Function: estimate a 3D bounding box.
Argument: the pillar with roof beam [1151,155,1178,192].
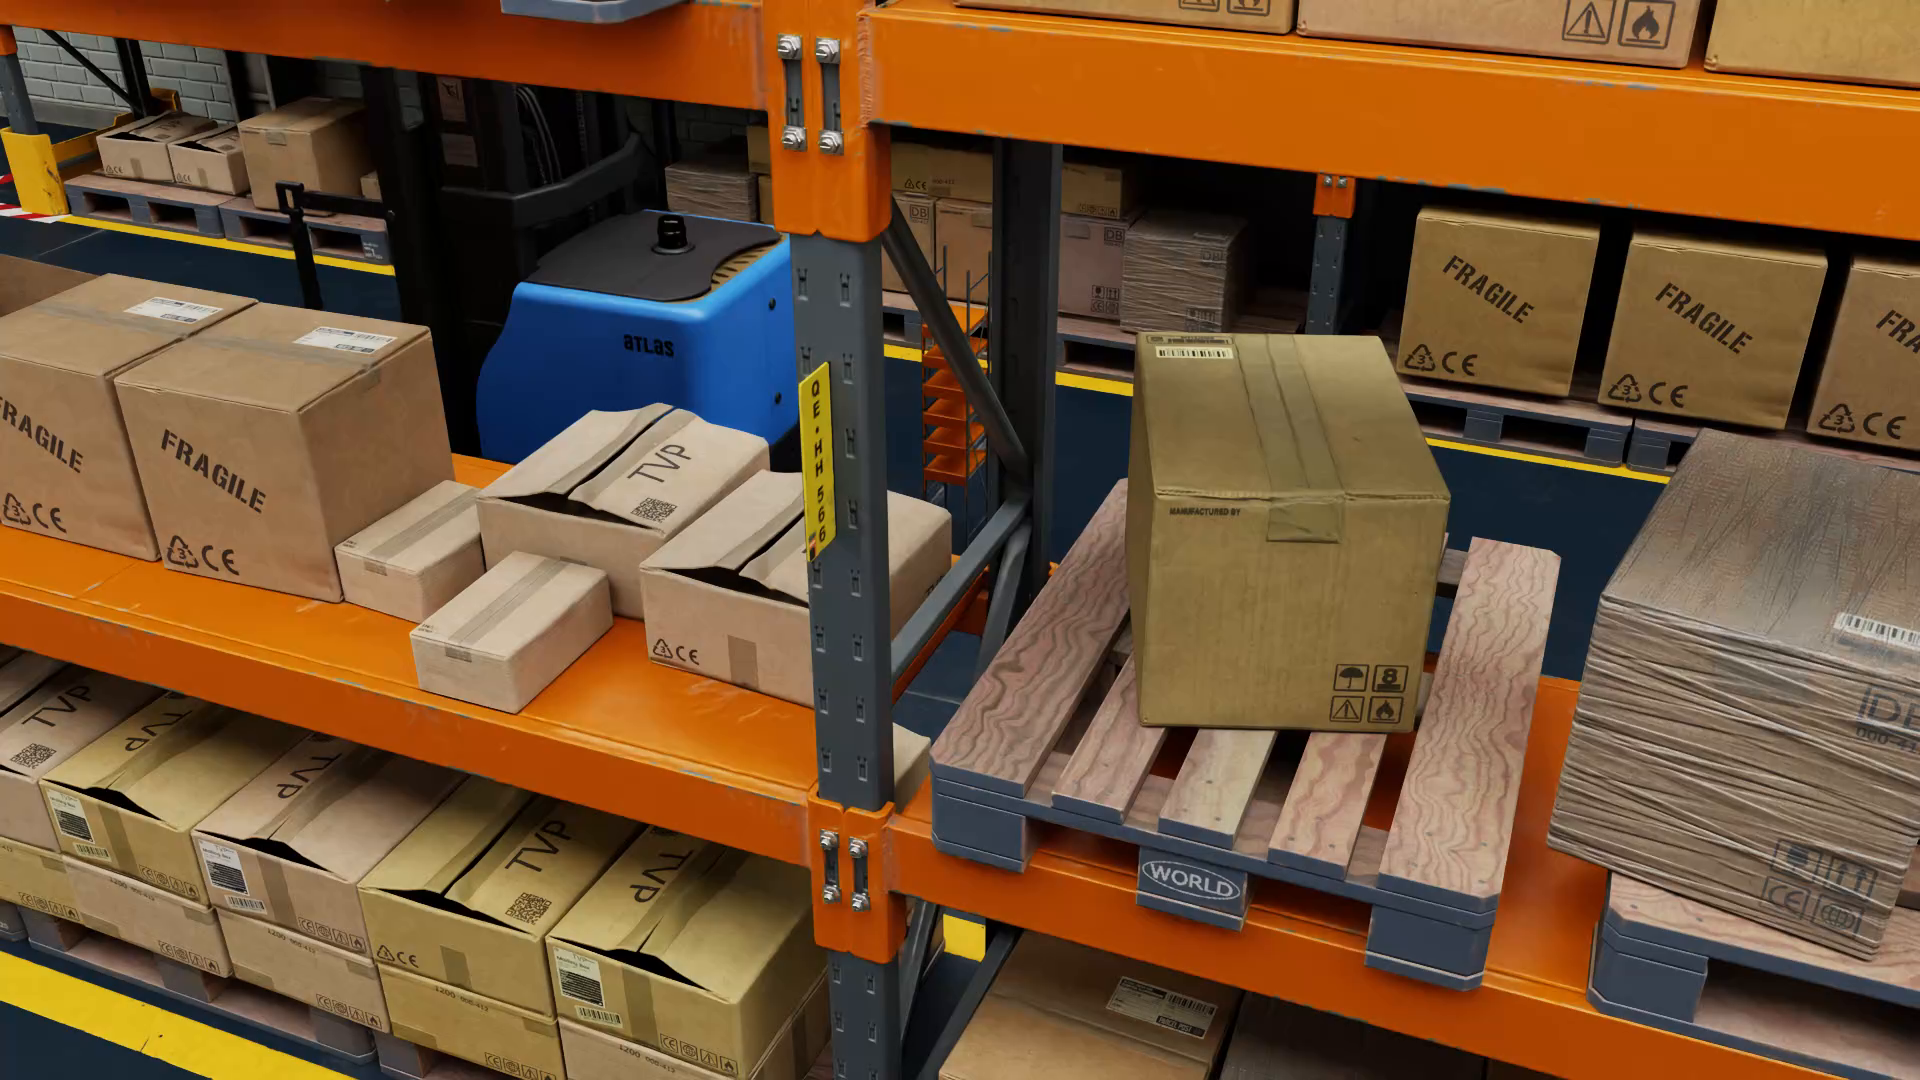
[{"bbox_3d":[-0.668,-3.419,3.653,0.400,9.000,9.100,11,31,19],"label":"pillar with roof beam"}]

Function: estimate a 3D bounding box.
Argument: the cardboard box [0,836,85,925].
[{"bbox_3d":[-2.501,0.776,4.697,0.500,0.250,0.500,10,31,18],"label":"cardboard box"}]

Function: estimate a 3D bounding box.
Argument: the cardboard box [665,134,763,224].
[{"bbox_3d":[-1.188,-1.850,9.068,0.500,0.500,0.700,12,32,21],"label":"cardboard box"}]

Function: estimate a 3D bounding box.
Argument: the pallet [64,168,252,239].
[{"bbox_3d":[-4.773,-2.221,10.464,1.213,0.211,1.003,11,31,19],"label":"pallet"}]

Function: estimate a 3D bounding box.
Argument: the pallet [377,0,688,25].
[{"bbox_3d":[-0.692,-1.184,2.940,1.003,0.211,1.213,13,32,21],"label":"pallet"}]

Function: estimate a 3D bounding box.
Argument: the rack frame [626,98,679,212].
[{"bbox_3d":[-1.877,-2.875,8.788,0.127,3.000,1.000,11,31,19],"label":"rack frame"}]

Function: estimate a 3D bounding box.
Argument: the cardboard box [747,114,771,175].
[{"bbox_3d":[-0.779,-2.096,8.742,0.500,0.250,0.500,11,31,18],"label":"cardboard box"}]

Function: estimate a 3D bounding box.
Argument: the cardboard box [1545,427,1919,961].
[{"bbox_3d":[1.372,0.219,2.785,0.500,0.500,0.700,18,34,28],"label":"cardboard box"}]

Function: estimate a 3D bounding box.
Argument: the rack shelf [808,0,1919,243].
[{"bbox_3d":[1.824,-0.498,2.266,4.000,0.370,1.077,11,31,19],"label":"rack shelf"}]

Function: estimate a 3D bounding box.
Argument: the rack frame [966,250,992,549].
[{"bbox_3d":[0.071,-0.508,6.430,0.006,1.200,0.240,11,31,19],"label":"rack frame"}]

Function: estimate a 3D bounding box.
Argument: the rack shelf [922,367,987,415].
[{"bbox_3d":[-0.013,-0.591,6.422,0.180,0.103,0.258,11,31,19],"label":"rack shelf"}]

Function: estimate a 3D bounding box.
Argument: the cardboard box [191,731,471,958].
[{"bbox_3d":[-1.558,0.722,4.222,0.500,0.311,0.500,11,31,19],"label":"cardboard box"}]

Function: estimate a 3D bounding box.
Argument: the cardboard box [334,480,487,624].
[{"bbox_3d":[-1.232,0.023,3.916,0.250,0.149,0.380,14,32,23],"label":"cardboard box"}]

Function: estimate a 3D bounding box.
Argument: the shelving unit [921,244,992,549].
[{"bbox_3d":[-0.013,-0.525,6.459,0.189,1.200,0.258,11,31,19],"label":"shelving unit"}]

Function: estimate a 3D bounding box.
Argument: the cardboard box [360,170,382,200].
[{"bbox_3d":[-3.351,-2.131,9.921,0.250,0.149,0.380,9,31,15],"label":"cardboard box"}]

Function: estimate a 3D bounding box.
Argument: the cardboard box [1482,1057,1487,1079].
[{"bbox_3d":[1.405,1.183,3.702,0.500,0.500,0.500,10,31,17],"label":"cardboard box"}]

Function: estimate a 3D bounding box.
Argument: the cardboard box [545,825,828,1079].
[{"bbox_3d":[-0.607,0.910,3.890,0.500,0.311,0.500,12,32,20],"label":"cardboard box"}]

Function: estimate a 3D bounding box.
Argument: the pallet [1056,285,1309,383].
[{"bbox_3d":[1.106,-1.066,8.422,1.213,0.211,1.003,11,31,19],"label":"pallet"}]

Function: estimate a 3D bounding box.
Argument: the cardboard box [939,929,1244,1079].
[{"bbox_3d":[0.285,1.235,3.609,0.500,0.500,0.500,13,32,21],"label":"cardboard box"}]

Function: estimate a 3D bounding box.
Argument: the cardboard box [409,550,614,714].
[{"bbox_3d":[-0.966,0.193,3.615,0.250,0.149,0.380,11,31,19],"label":"cardboard box"}]

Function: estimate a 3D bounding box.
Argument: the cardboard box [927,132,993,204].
[{"bbox_3d":[0.160,-1.901,8.396,0.500,0.250,0.500,11,31,19],"label":"cardboard box"}]

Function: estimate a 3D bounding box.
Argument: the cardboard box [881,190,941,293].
[{"bbox_3d":[-0.233,-1.664,8.739,0.500,0.500,0.700,12,32,20],"label":"cardboard box"}]

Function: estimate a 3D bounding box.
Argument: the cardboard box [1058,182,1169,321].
[{"bbox_3d":[0.709,-1.496,8.442,0.500,0.500,0.700,11,31,19],"label":"cardboard box"}]

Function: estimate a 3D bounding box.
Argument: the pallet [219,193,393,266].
[{"bbox_3d":[-3.647,-1.994,10.064,1.213,0.211,1.003,11,31,19],"label":"pallet"}]

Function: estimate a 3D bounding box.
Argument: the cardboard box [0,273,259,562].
[{"bbox_3d":[-2.078,-0.320,4.166,0.500,0.500,0.500,11,31,19],"label":"cardboard box"}]

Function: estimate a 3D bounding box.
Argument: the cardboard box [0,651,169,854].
[{"bbox_3d":[-2.504,0.535,4.554,0.500,0.311,0.500,10,31,17],"label":"cardboard box"}]

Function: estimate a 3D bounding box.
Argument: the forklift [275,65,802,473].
[{"bbox_3d":[-2.170,-1.654,6.698,3.031,2.935,1.130,11,31,18],"label":"forklift"}]

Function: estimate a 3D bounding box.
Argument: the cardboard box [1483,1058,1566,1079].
[{"bbox_3d":[1.235,1.425,3.274,0.500,0.500,0.500,11,31,18],"label":"cardboard box"}]

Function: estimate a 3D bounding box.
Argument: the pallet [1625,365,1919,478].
[{"bbox_3d":[3.659,-0.515,7.446,1.213,0.211,1.003,11,31,19],"label":"pallet"}]

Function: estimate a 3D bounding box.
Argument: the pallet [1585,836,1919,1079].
[{"bbox_3d":[1.775,0.565,2.896,1.213,0.211,1.003,11,31,19],"label":"pallet"}]

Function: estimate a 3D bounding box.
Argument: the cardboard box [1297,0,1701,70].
[{"bbox_3d":[0.860,-1.065,2.437,0.500,0.500,0.910,11,31,19],"label":"cardboard box"}]

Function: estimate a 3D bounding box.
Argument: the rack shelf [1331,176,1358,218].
[{"bbox_3d":[3.683,-1.452,7.001,4.000,0.370,1.077,11,31,19],"label":"rack shelf"}]

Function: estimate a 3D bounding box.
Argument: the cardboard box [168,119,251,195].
[{"bbox_3d":[-4.448,-2.362,10.165,0.500,0.311,0.500,14,32,23],"label":"cardboard box"}]

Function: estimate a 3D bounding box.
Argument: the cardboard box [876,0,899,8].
[{"bbox_3d":[-0.281,-2.786,8.082,0.500,0.500,0.700,16,33,26],"label":"cardboard box"}]

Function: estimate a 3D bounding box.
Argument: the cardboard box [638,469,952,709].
[{"bbox_3d":[-0.350,0.076,3.658,0.500,0.311,0.500,13,32,22],"label":"cardboard box"}]

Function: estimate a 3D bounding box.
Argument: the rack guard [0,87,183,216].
[{"bbox_3d":[-5.513,-2.513,10.688,0.348,0.500,1.175,11,31,19],"label":"rack guard"}]

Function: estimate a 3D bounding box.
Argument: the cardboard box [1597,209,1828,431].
[{"bbox_3d":[3.271,-1.021,7.266,0.750,0.750,0.750,11,31,19],"label":"cardboard box"}]

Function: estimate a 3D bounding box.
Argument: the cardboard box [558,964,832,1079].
[{"bbox_3d":[-0.608,1.152,4.030,0.500,0.250,0.500,12,32,20],"label":"cardboard box"}]

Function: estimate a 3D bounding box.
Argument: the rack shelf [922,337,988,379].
[{"bbox_3d":[-0.013,-0.695,6.363,0.180,0.103,0.258,11,31,19],"label":"rack shelf"}]

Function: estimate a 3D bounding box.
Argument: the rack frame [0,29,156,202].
[{"bbox_3d":[-5.583,-3.615,10.098,0.127,3.000,1.000,11,31,19],"label":"rack frame"}]

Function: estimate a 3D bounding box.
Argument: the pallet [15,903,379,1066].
[{"bbox_3d":[-1.904,0.942,4.869,1.213,0.211,1.003,11,31,19],"label":"pallet"}]

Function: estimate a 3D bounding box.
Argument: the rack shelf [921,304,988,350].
[{"bbox_3d":[-0.013,-0.800,6.304,0.180,0.103,0.258,11,31,19],"label":"rack shelf"}]

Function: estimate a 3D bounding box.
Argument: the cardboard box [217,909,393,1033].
[{"bbox_3d":[-1.552,0.964,4.363,0.500,0.250,0.500,12,32,20],"label":"cardboard box"}]

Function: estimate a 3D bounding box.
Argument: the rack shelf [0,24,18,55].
[{"bbox_3d":[-3.730,-2.932,9.620,4.000,0.370,1.077,11,31,19],"label":"rack shelf"}]
